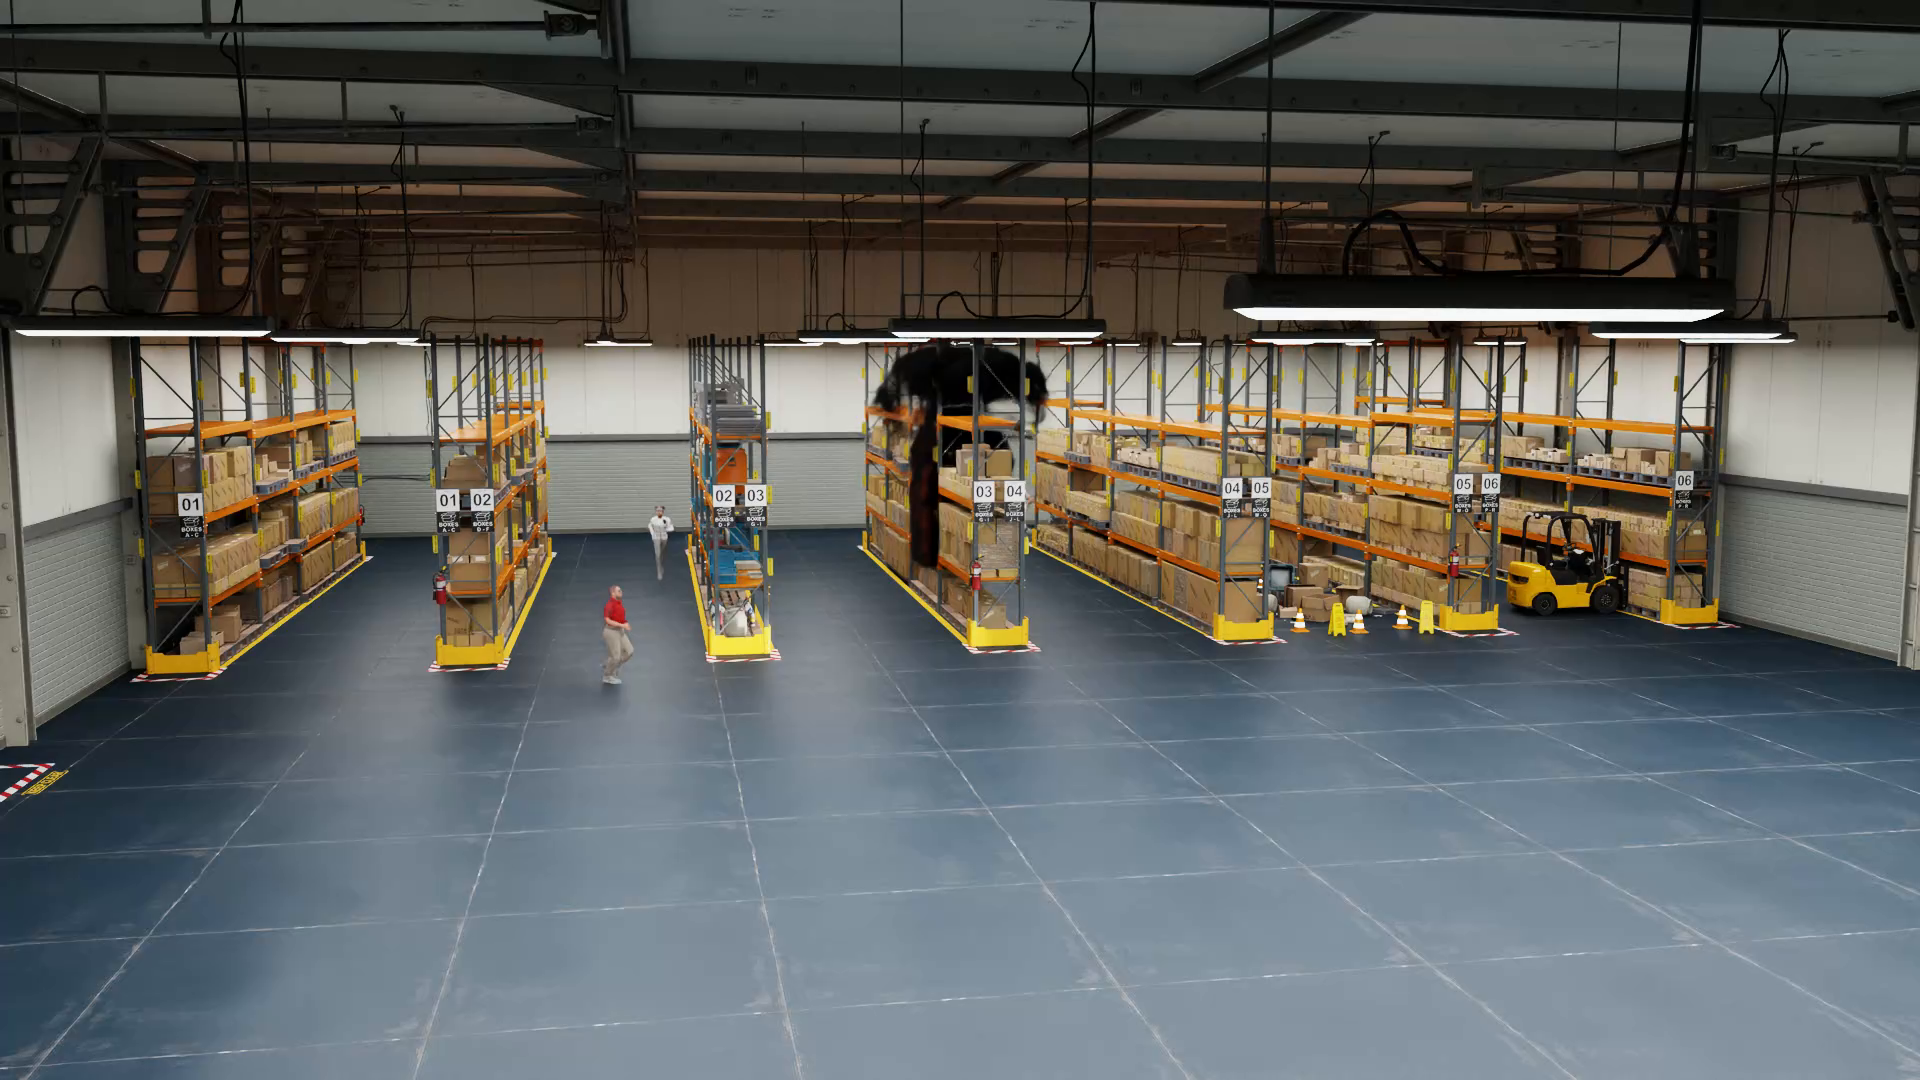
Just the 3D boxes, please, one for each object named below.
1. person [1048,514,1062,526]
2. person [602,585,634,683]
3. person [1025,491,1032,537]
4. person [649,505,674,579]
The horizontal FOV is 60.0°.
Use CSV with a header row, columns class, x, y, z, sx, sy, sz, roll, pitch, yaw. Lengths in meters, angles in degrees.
class,x,y,z,sx,sy,sz,roll,pitch,yaw
person,2.934,-0.778,49.946,0.603,1.548,0.623,2,7,16
person,-5.865,1.620,28.520,0.589,1.695,0.665,1,7,10
person,1.805,-0.847,49.617,0.916,1.800,0.716,-4,8,-33
person,-7.145,0.028,39.847,0.592,1.741,0.805,-1,7,-13
